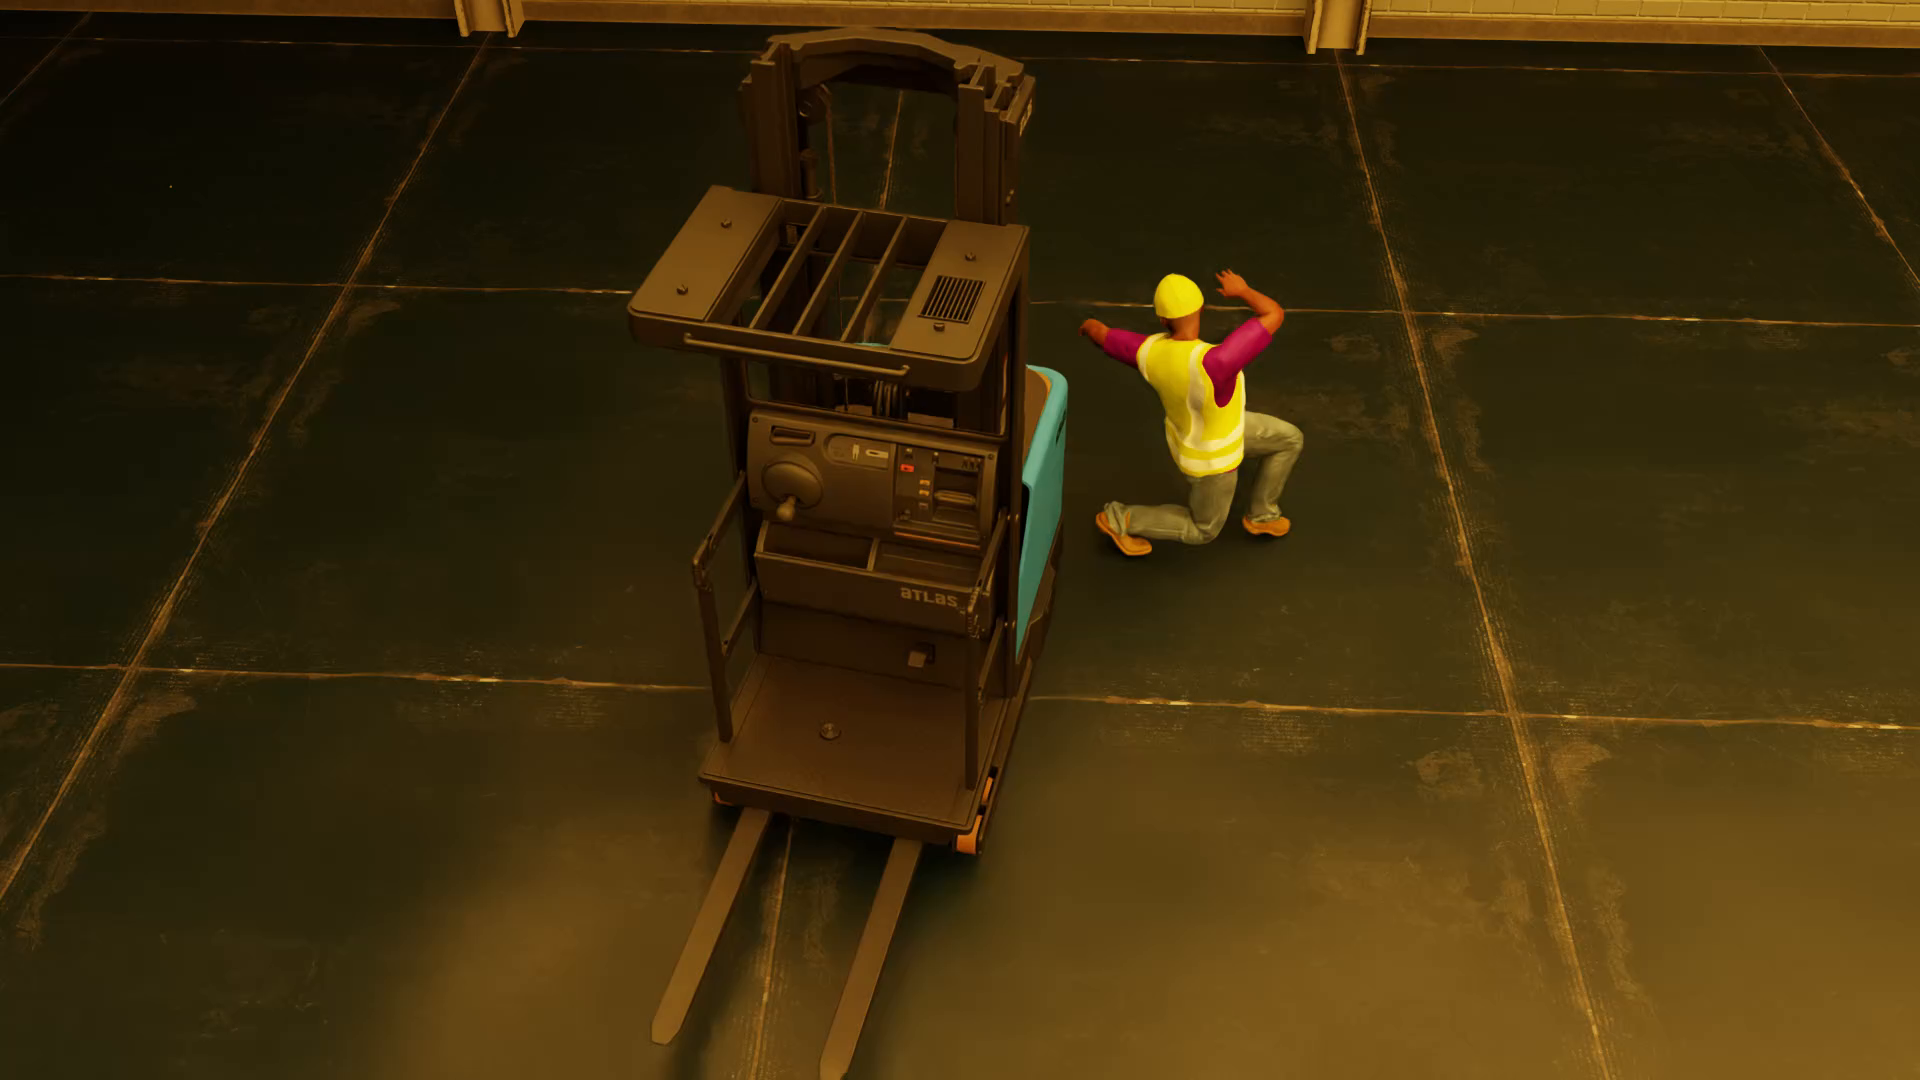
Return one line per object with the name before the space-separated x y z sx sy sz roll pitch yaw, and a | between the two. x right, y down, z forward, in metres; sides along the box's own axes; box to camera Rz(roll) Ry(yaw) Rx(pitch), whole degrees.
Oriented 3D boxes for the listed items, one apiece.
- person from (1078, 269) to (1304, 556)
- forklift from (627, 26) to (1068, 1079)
person | 1.069 -0.686 7.577 0.958 1.465 1.002 -8 43 -8
forklift | -0.374 -0.134 5.889 1.130 2.935 3.031 9 43 10
